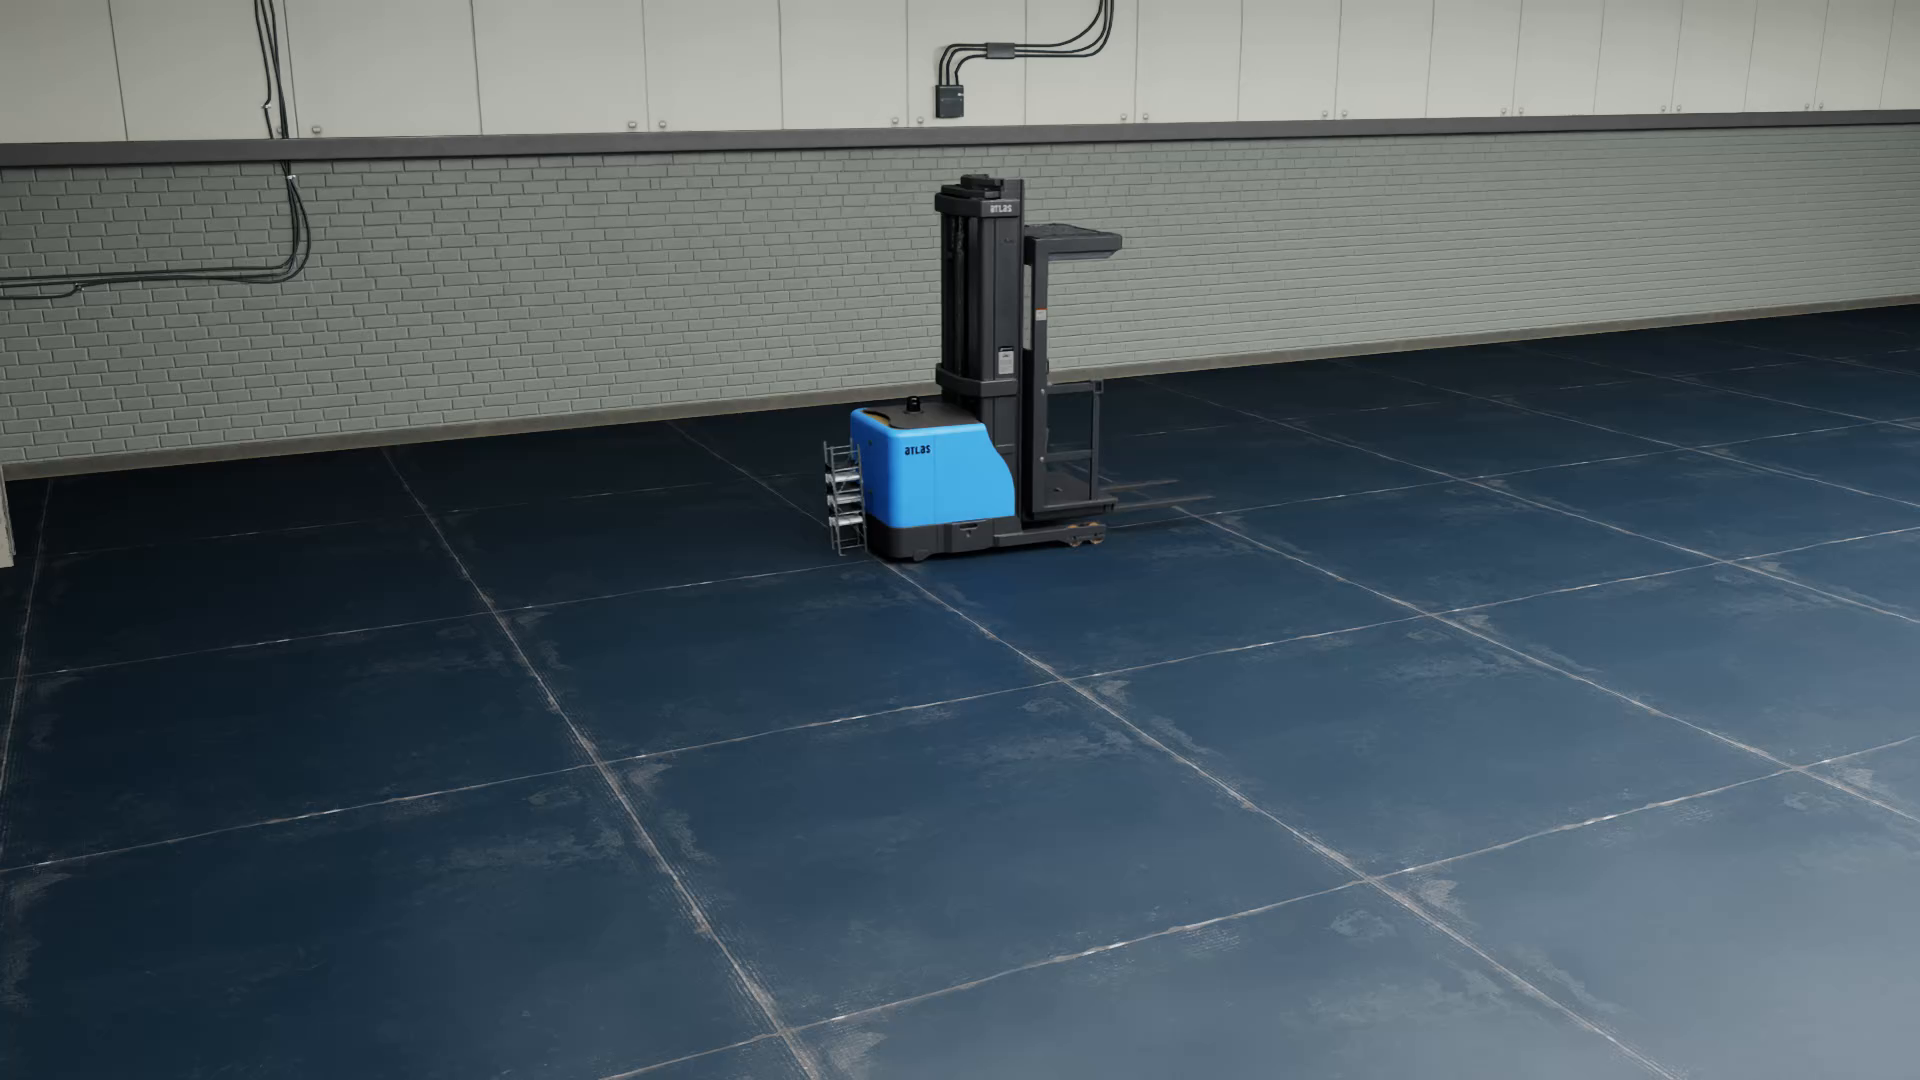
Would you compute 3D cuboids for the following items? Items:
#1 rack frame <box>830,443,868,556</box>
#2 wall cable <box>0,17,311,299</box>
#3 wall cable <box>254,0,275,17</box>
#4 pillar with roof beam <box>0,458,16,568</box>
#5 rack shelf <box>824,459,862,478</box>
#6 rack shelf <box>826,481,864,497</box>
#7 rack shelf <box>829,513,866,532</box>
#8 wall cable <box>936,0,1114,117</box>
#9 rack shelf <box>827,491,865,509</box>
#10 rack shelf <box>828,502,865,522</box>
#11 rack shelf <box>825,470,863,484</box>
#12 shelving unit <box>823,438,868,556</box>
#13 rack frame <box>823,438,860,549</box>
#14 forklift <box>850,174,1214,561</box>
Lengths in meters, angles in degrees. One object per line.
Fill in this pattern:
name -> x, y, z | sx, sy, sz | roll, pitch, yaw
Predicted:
rack frame -> -0.881, -0.318, 13.201 | 0.240, 0.900, 0.006 | -9, 18, -18
wall cable -> -7.750, -3.549, 15.434 | 3.097, 2.526, 0.112 | -8, 18, -25
wall cable -> -5.319, -6.304, 15.876 | 3.097, 2.526, 0.112 | -8, 18, -25
pillar with roof beam -> -3.779, -4.672, 13.716 | 9.100, 9.000, 0.400 | -8, 18, -25
rack shelf -> -0.928, -0.570, 13.224 | 0.258, 0.077, 0.200 | -9, 18, -18
rack shelf -> -0.918, -0.398, 13.276 | 0.258, 0.077, 0.200 | -9, 18, -18
rack shelf -> -0.904, -0.141, 13.355 | 0.258, 0.077, 0.200 | -9, 18, -18
wall cable -> 0.790, -7.820, 18.520 | 2.305, 6.003, 0.169 | -8, 18, -25
rack shelf -> -0.913, -0.313, 13.303 | 0.258, 0.077, 0.200 | -9, 18, -18
rack shelf -> -0.909, -0.227, 13.329 | 0.258, 0.077, 0.200 | -9, 18, -18
rack shelf -> -0.923, -0.484, 13.250 | 0.258, 0.077, 0.200 | -9, 18, -18
shelving unit -> -0.915, -0.344, 13.293 | 0.258, 0.900, 0.210 | -9, 18, -18
rack frame -> -0.949, -0.371, 13.385 | 0.240, 0.900, 0.006 | -9, 18, -18
forklift -> 0.653, -1.488, 13.623 | 3.031, 2.935, 1.130 | -7, 17, -22
